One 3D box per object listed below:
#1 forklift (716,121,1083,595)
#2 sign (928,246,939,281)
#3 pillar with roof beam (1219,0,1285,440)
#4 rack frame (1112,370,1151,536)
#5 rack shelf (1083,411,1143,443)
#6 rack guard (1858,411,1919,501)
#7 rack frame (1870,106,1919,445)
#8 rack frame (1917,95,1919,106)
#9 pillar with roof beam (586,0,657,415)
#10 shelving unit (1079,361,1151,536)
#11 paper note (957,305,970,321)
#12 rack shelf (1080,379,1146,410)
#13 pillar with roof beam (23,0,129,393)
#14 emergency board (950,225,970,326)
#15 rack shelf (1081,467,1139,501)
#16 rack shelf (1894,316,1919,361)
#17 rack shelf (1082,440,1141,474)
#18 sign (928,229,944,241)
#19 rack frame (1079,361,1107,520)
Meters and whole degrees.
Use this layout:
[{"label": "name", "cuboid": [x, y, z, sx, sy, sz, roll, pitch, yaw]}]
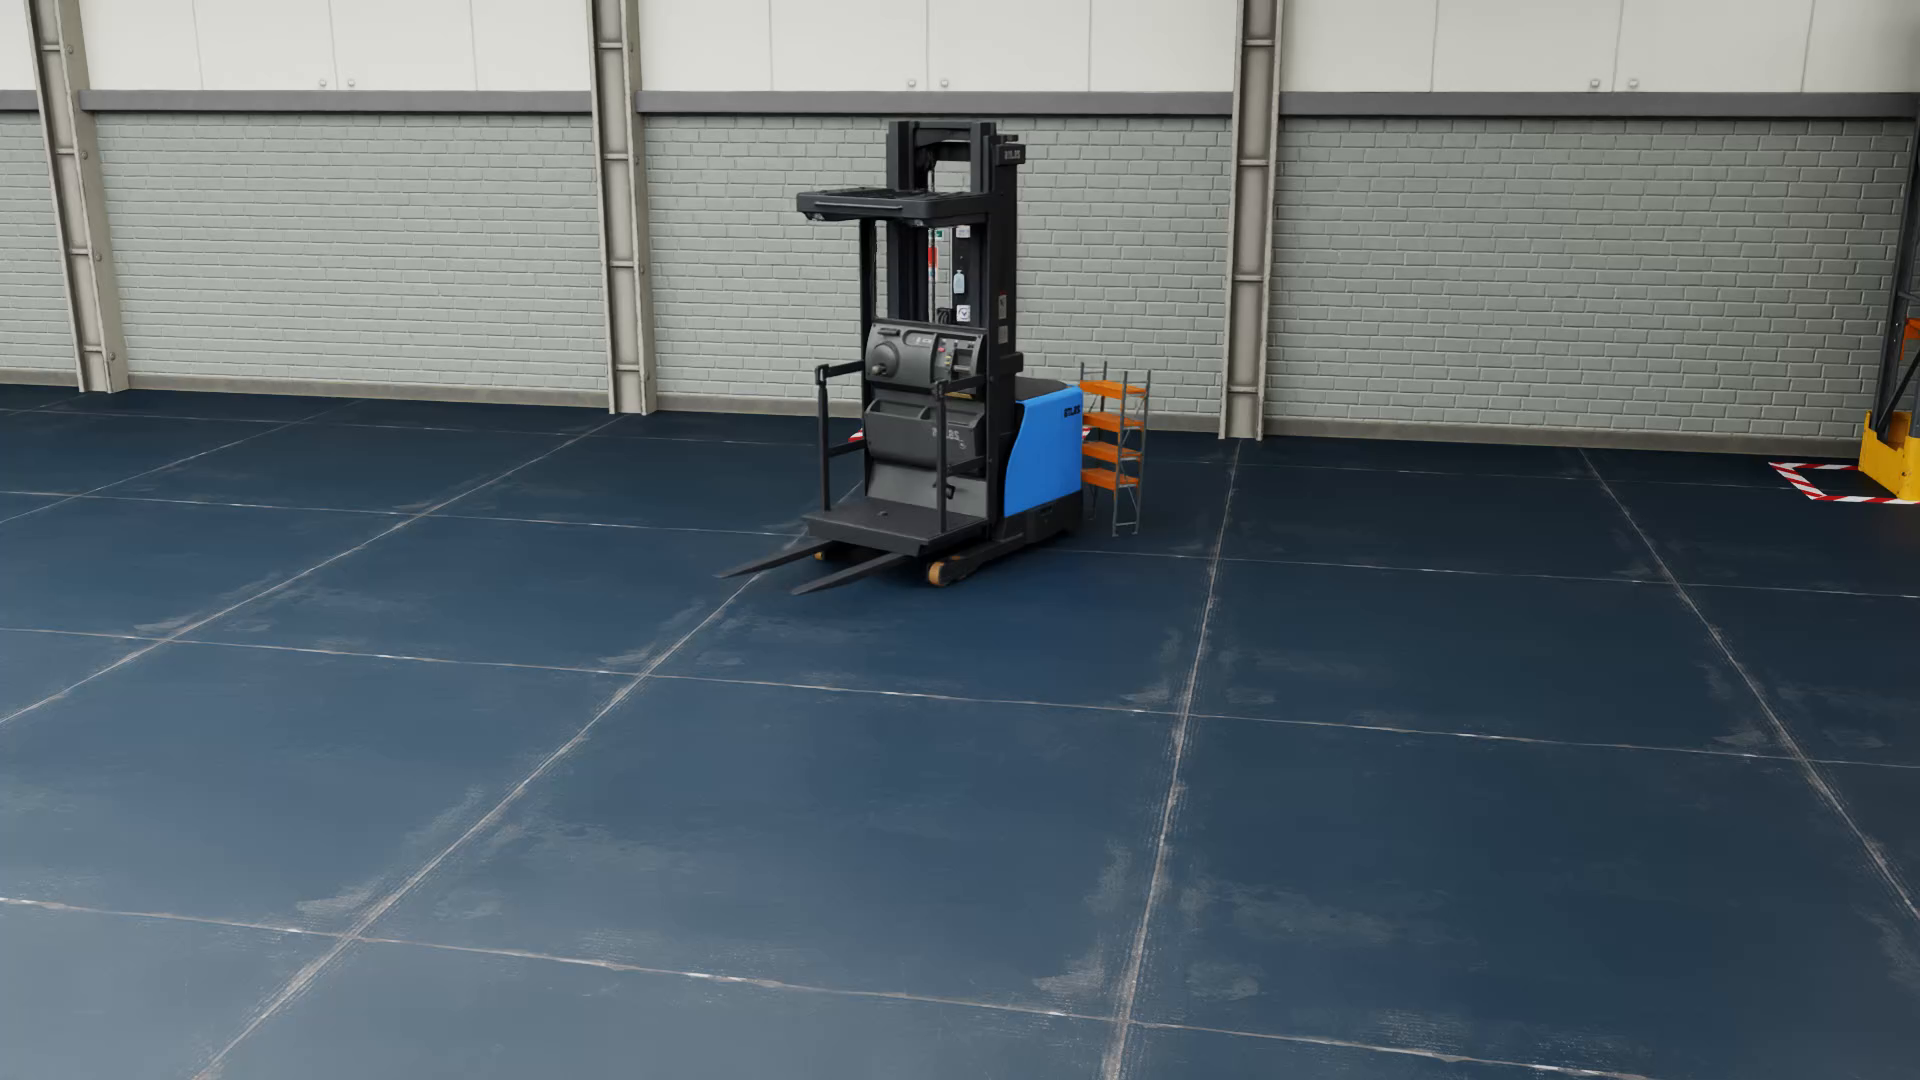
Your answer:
[{"label": "forklift", "cuboid": [-0.366, -1.250, 11.015, 1.130, 2.935, 3.031, 11, 19, 34]}, {"label": "sign", "cuboid": [-0.319, -2.628, 15.792, 0.234, 0.329, 0.001, 3, 16, 11]}, {"label": "pillar with roof beam", "cuboid": [1.759, -4.177, 10.216, 0.400, 9.000, 9.100, 3, 16, 11]}, {"label": "rack frame", "cuboid": [1.232, -0.621, 11.956, 0.240, 1.200, 0.015, -6, 16, -34]}, {"label": "rack shelf", "cuboid": [1.101, -0.826, 12.113, 0.258, 0.148, 0.480, -6, 16, -34]}, {"label": "rack guard", "cuboid": [7.713, -0.696, 13.567, 0.348, 0.500, 1.175, 3, 16, 11]}, {"label": "rack frame", "cuboid": [7.638, -1.904, 13.247, 0.127, 3.000, 1.000, 3, 16, 11]}, {"label": "rack frame", "cuboid": [7.638, -4.795, 12.447, 0.127, 3.000, 1.000, 3, 16, 11]}, {"label": "pillar with roof beam", "cuboid": [-4.121, -4.497, 11.368, 0.400, 9.000, 9.100, 3, 16, 11]}, {"label": "shelving unit", "cuboid": [1.092, -0.675, 12.150, 0.258, 1.200, 0.503, -6, 16, -34]}, {"label": "paper note", "cuboid": [0.043, -2.157, 15.810, 0.142, 0.148, 0.016, 3, 16, 11]}, {"label": "rack shelf", "cuboid": [1.113, -1.056, 12.059, 0.258, 0.148, 0.480, -6, 16, -34]}, {"label": "pillar with roof beam", "cuboid": [-10.000, -4.816, 12.520, 0.400, 9.000, 9.100, 3, 16, 11]}, {"label": "emergency board", "cuboid": [0.203, -2.554, 15.593, 0.643, 1.169, 0.194, 3, 16, 11]}, {"label": "rack shelf", "cuboid": [1.078, -0.416, 12.211, 0.258, 0.148, 0.480, -6, 16, -34]}, {"label": "rack shelf", "cuboid": [9.598, -1.451, 12.959, 4.000, 0.370, 1.077, 3, 16, 11]}, {"label": "rack shelf", "cuboid": [1.089, -0.609, 12.165, 0.258, 0.148, 0.480, -6, 16, -34]}, {"label": "sign", "cuboid": [-0.316, -2.880, 15.712, 0.331, 0.109, 0.001, 3, 16, 11]}, {"label": "rack frame", "cuboid": [0.953, -0.728, 12.343, 0.240, 1.200, 0.015, -6, 16, -34]}]
